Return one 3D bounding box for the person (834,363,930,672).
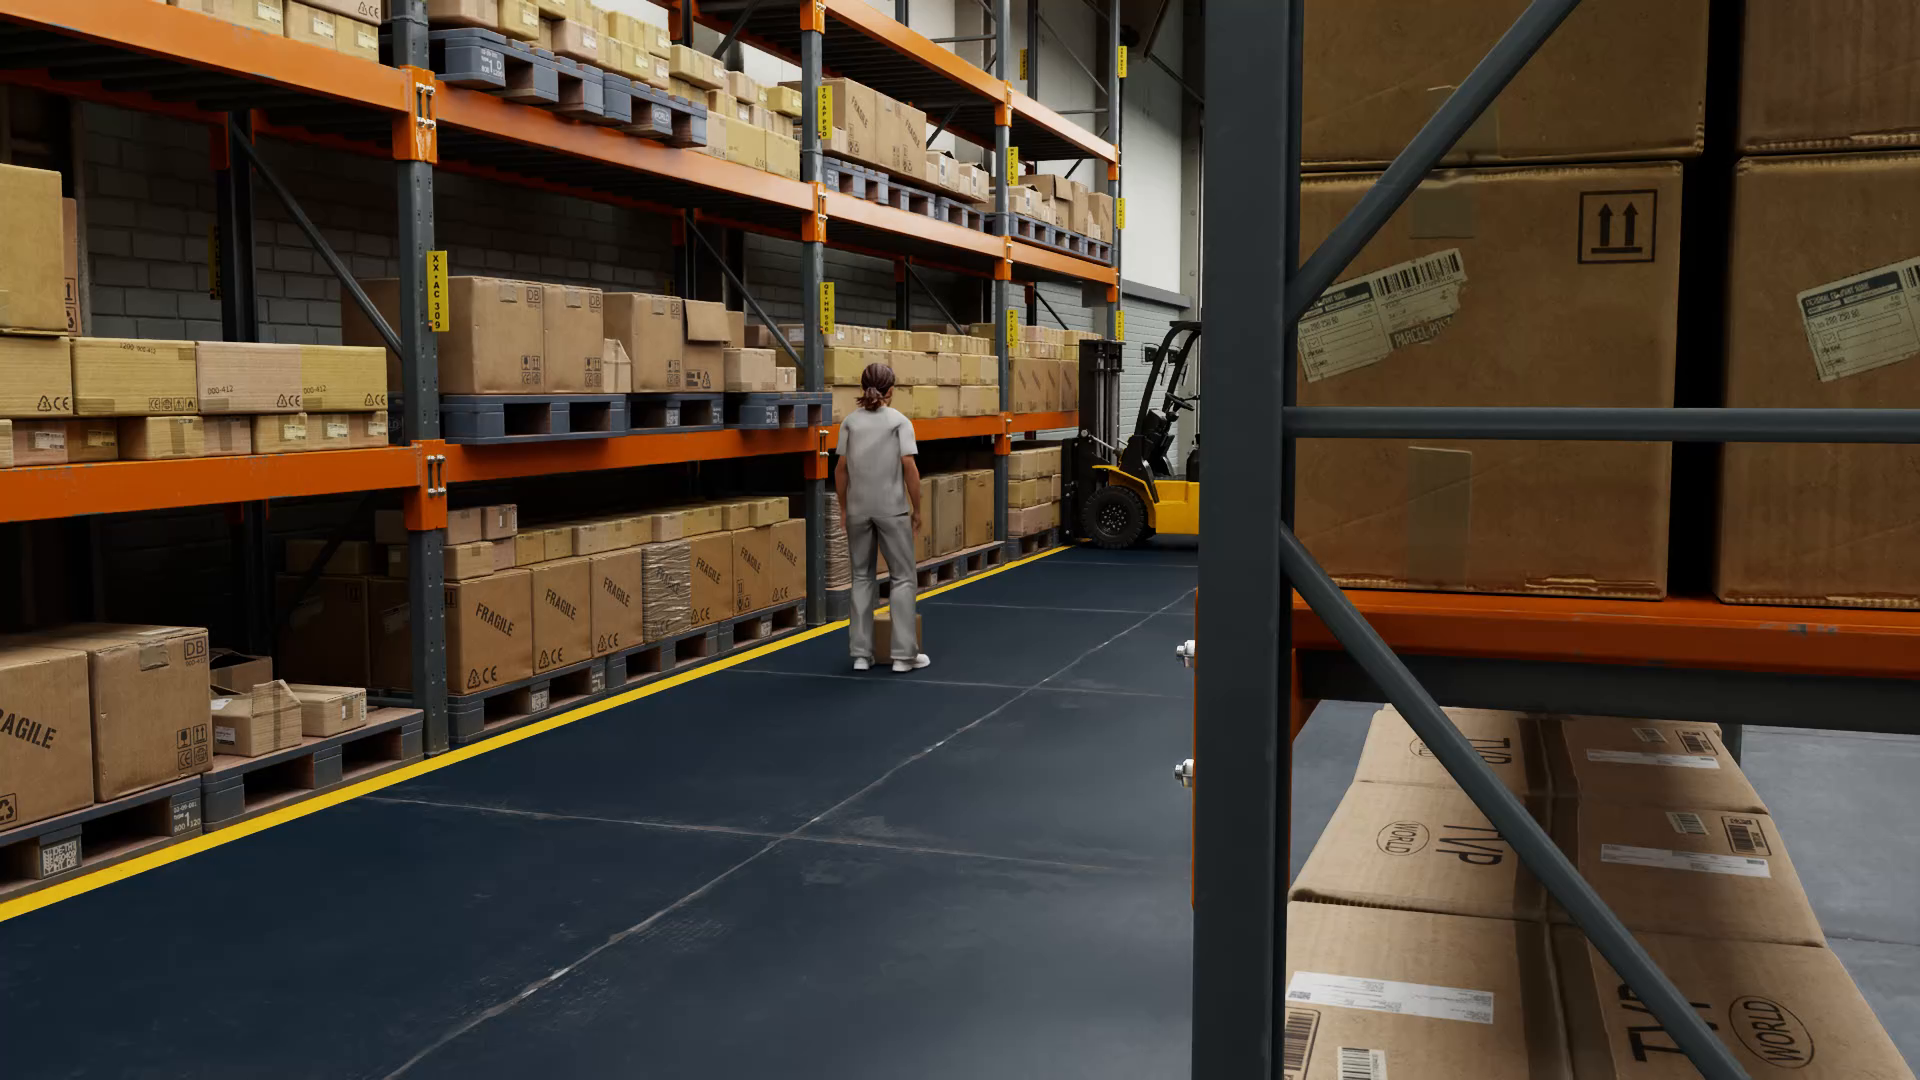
[{"bbox_3d":[-0.437,-0.127,9.074,0.489,1.673,0.361,1,5,16],"label":"person"}]
